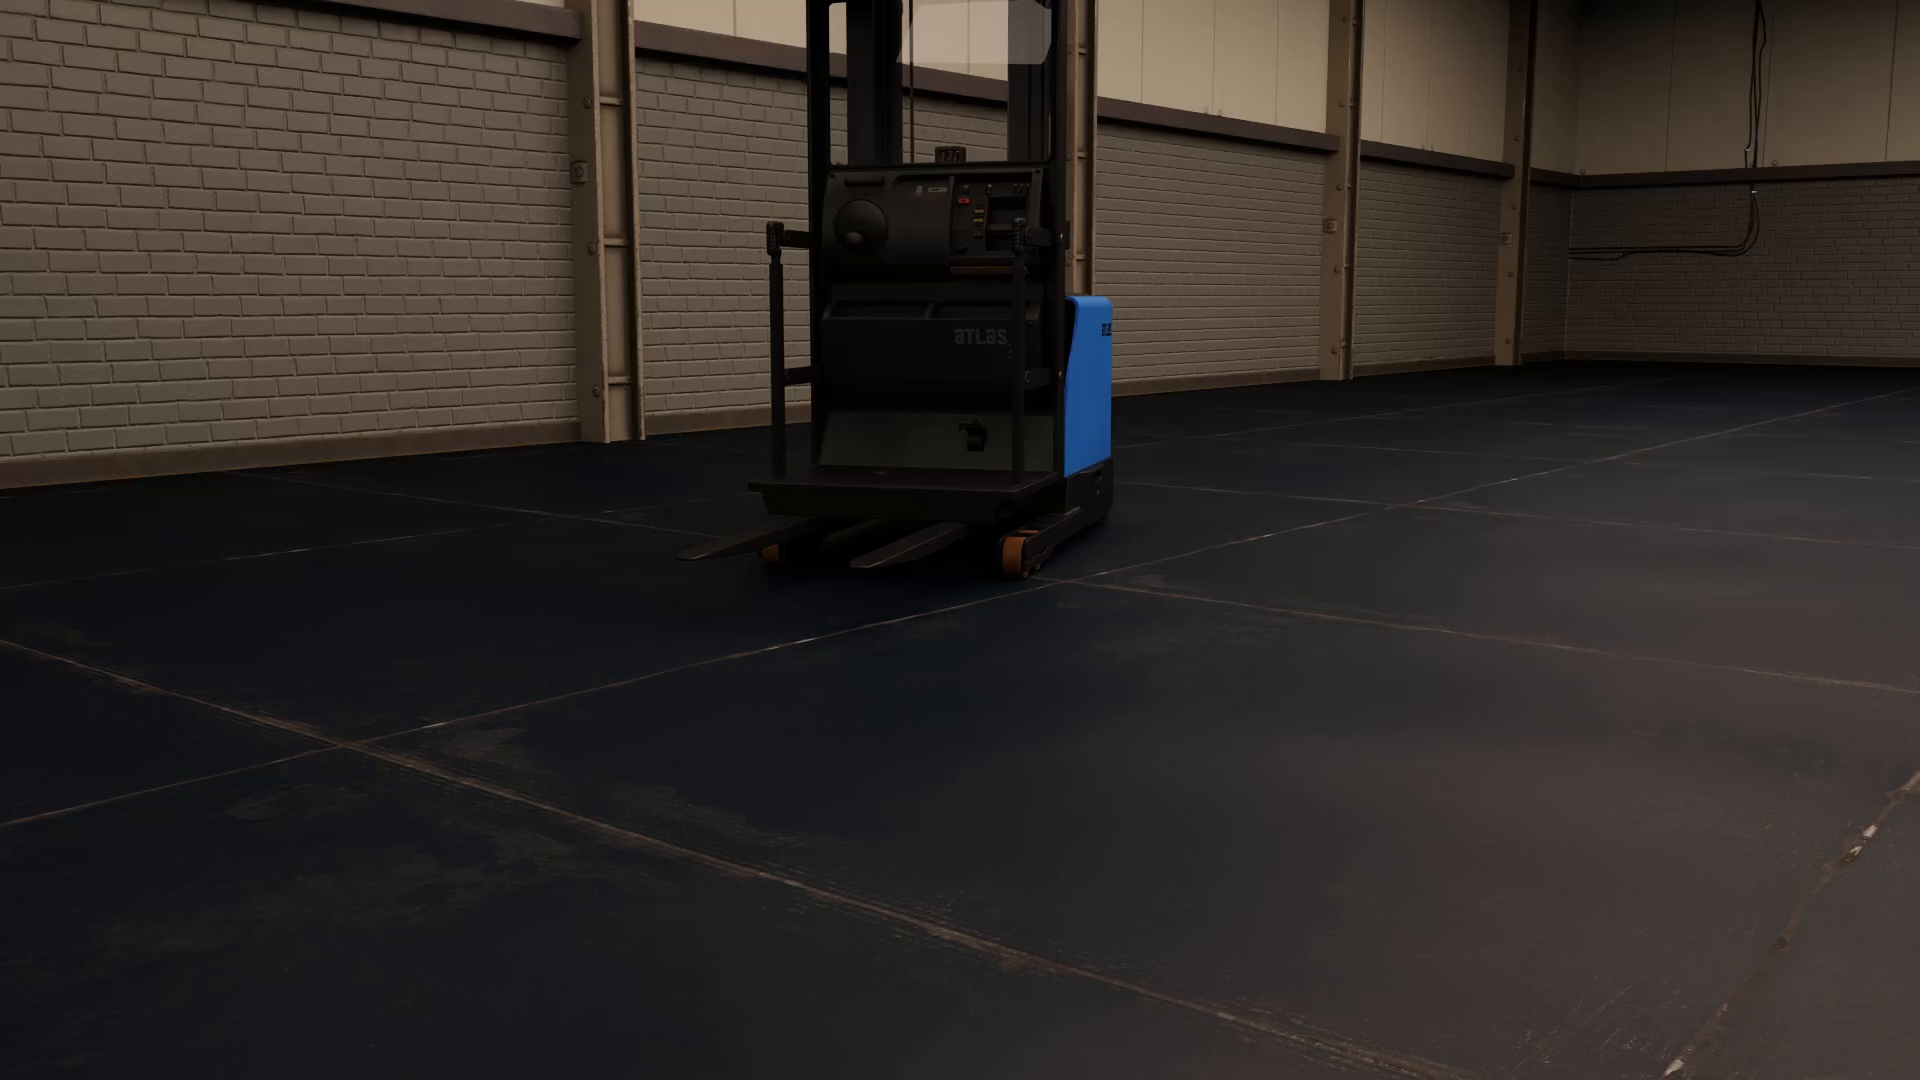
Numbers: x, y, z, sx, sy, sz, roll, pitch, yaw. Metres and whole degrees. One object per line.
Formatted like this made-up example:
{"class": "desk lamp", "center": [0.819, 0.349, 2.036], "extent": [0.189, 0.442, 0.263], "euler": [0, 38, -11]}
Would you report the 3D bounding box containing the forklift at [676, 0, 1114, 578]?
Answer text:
{"class": "forklift", "center": [-0.176, -1.366, 6.616], "extent": [1.130, 2.935, 3.031], "euler": [3, 9, 17]}
